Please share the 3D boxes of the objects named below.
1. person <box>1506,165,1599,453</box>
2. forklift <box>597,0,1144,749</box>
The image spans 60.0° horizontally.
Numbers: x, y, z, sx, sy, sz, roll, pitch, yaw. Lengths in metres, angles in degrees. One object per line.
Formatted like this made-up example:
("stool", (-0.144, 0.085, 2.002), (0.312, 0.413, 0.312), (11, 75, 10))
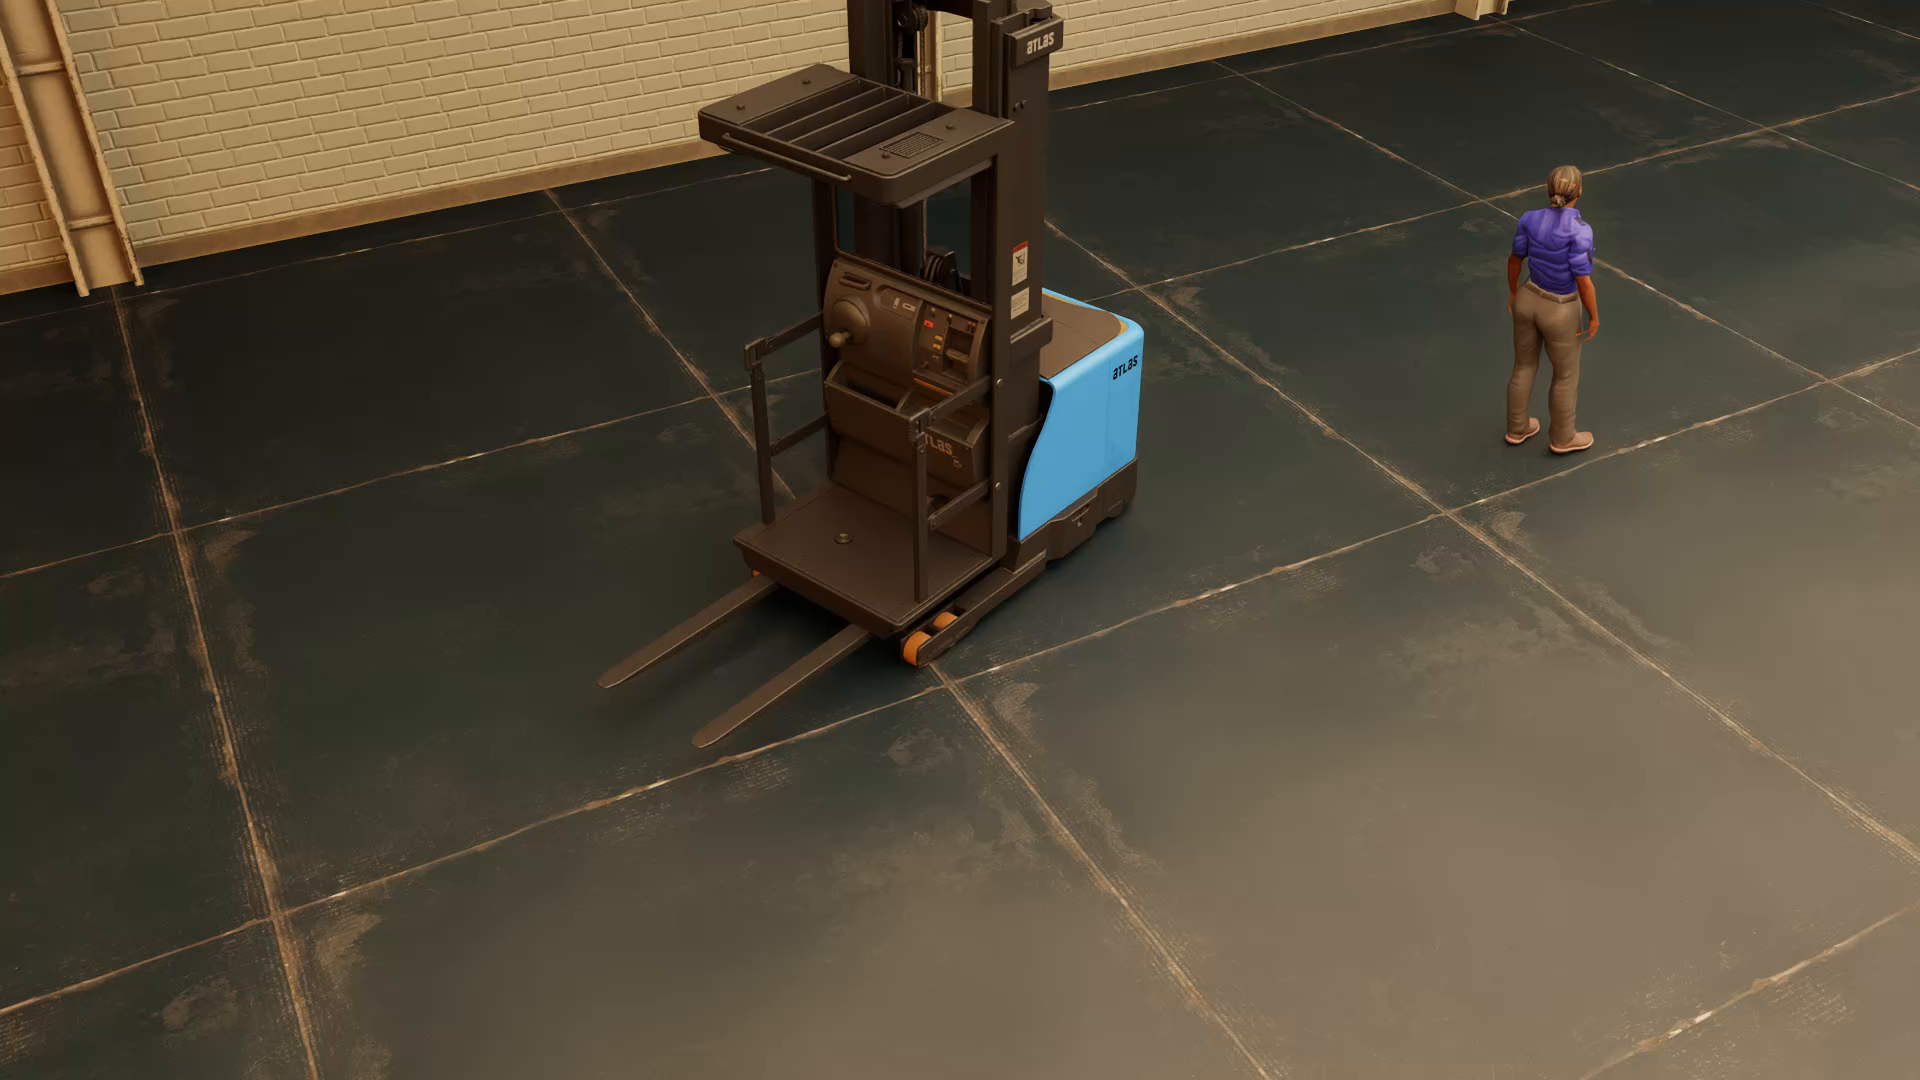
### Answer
("person", (3.239, -1.258, 8.996), (0.504, 1.655, 0.568), (-25, 42, -31))
("forklift", (-0.390, -0.927, 7.434), (1.130, 2.935, 3.031), (26, 43, 31))
